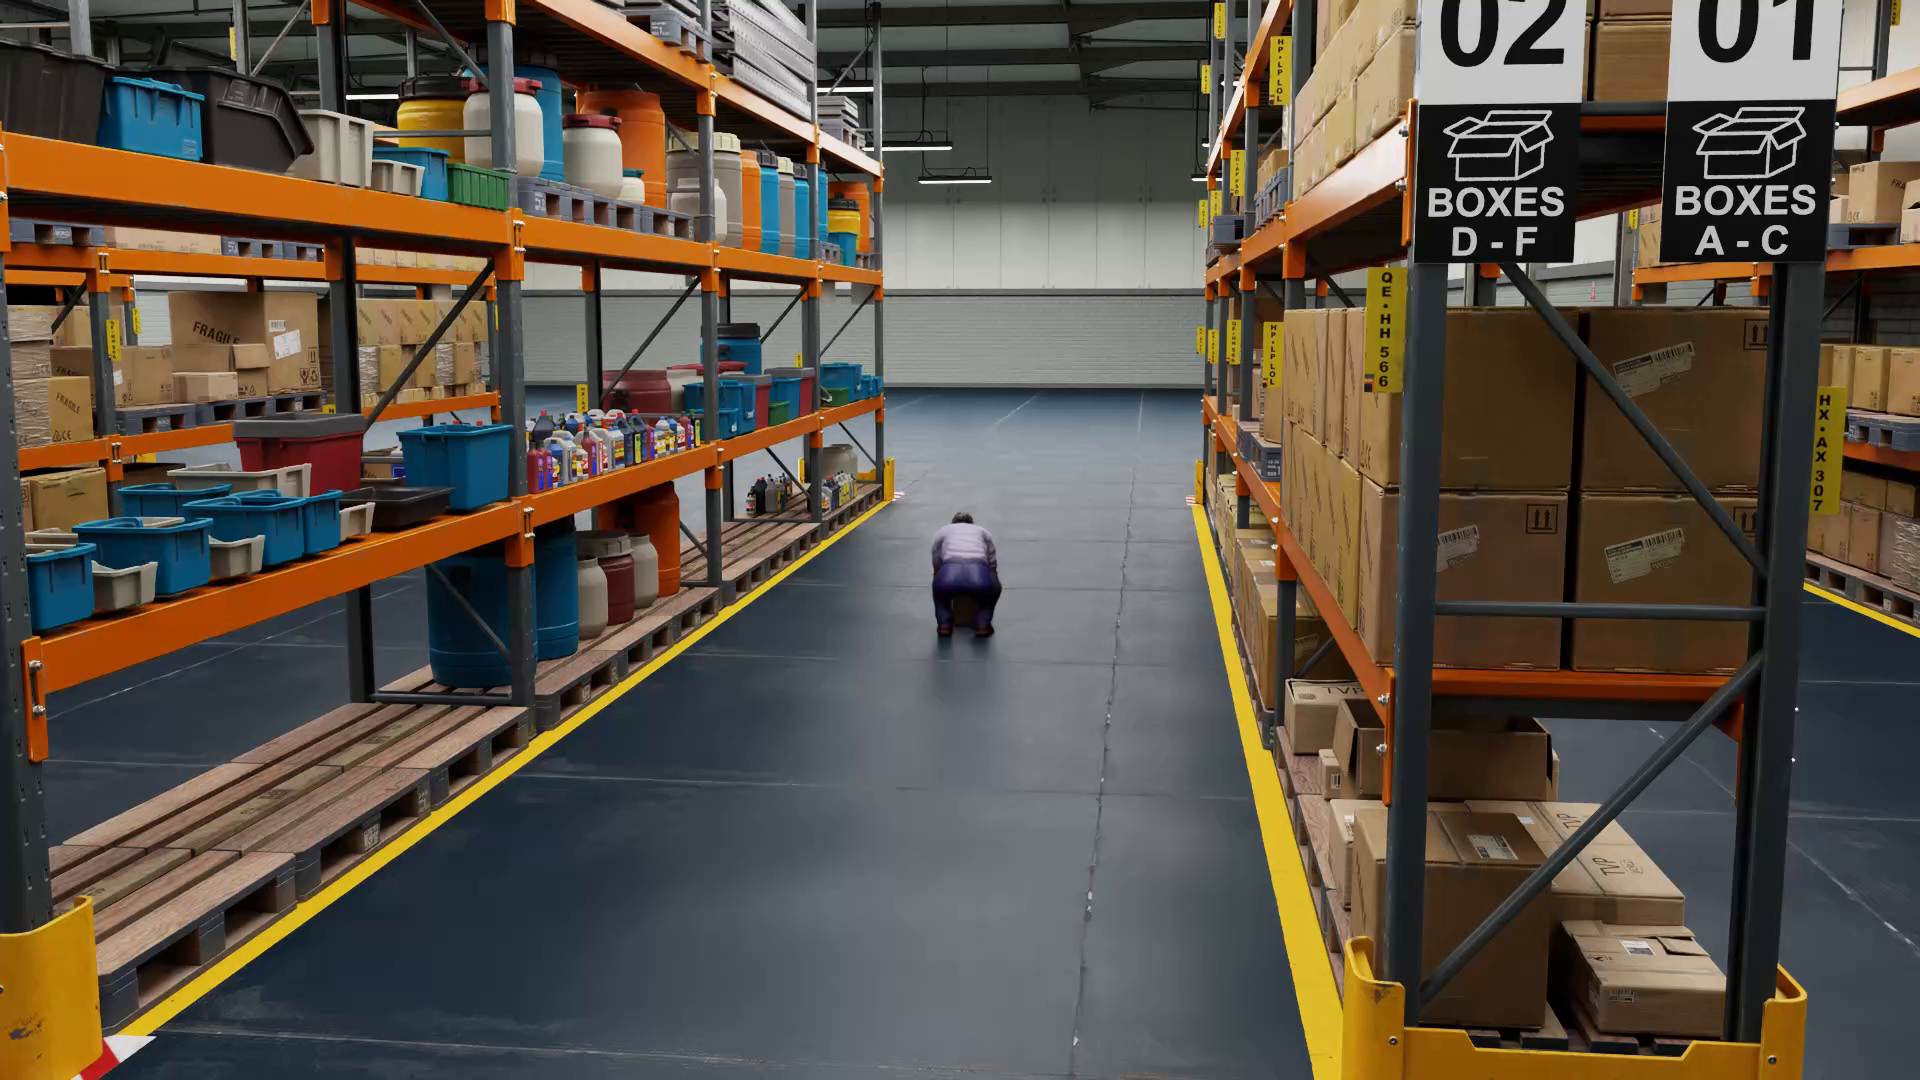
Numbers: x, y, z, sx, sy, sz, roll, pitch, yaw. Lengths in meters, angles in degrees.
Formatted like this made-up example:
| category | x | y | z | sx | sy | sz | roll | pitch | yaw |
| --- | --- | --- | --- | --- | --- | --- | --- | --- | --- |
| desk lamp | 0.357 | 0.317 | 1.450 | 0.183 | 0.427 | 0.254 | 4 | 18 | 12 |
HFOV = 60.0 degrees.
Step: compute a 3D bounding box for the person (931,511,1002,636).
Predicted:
| category | x | y | z | sx | sy | sz | roll | pitch | yaw |
| --- | --- | --- | --- | --- | --- | --- | --- | --- | --- |
| person | 0.038 | 0.253 | 12.073 | 0.522 | 0.830 | 0.824 | 1 | 8 | 6 |
